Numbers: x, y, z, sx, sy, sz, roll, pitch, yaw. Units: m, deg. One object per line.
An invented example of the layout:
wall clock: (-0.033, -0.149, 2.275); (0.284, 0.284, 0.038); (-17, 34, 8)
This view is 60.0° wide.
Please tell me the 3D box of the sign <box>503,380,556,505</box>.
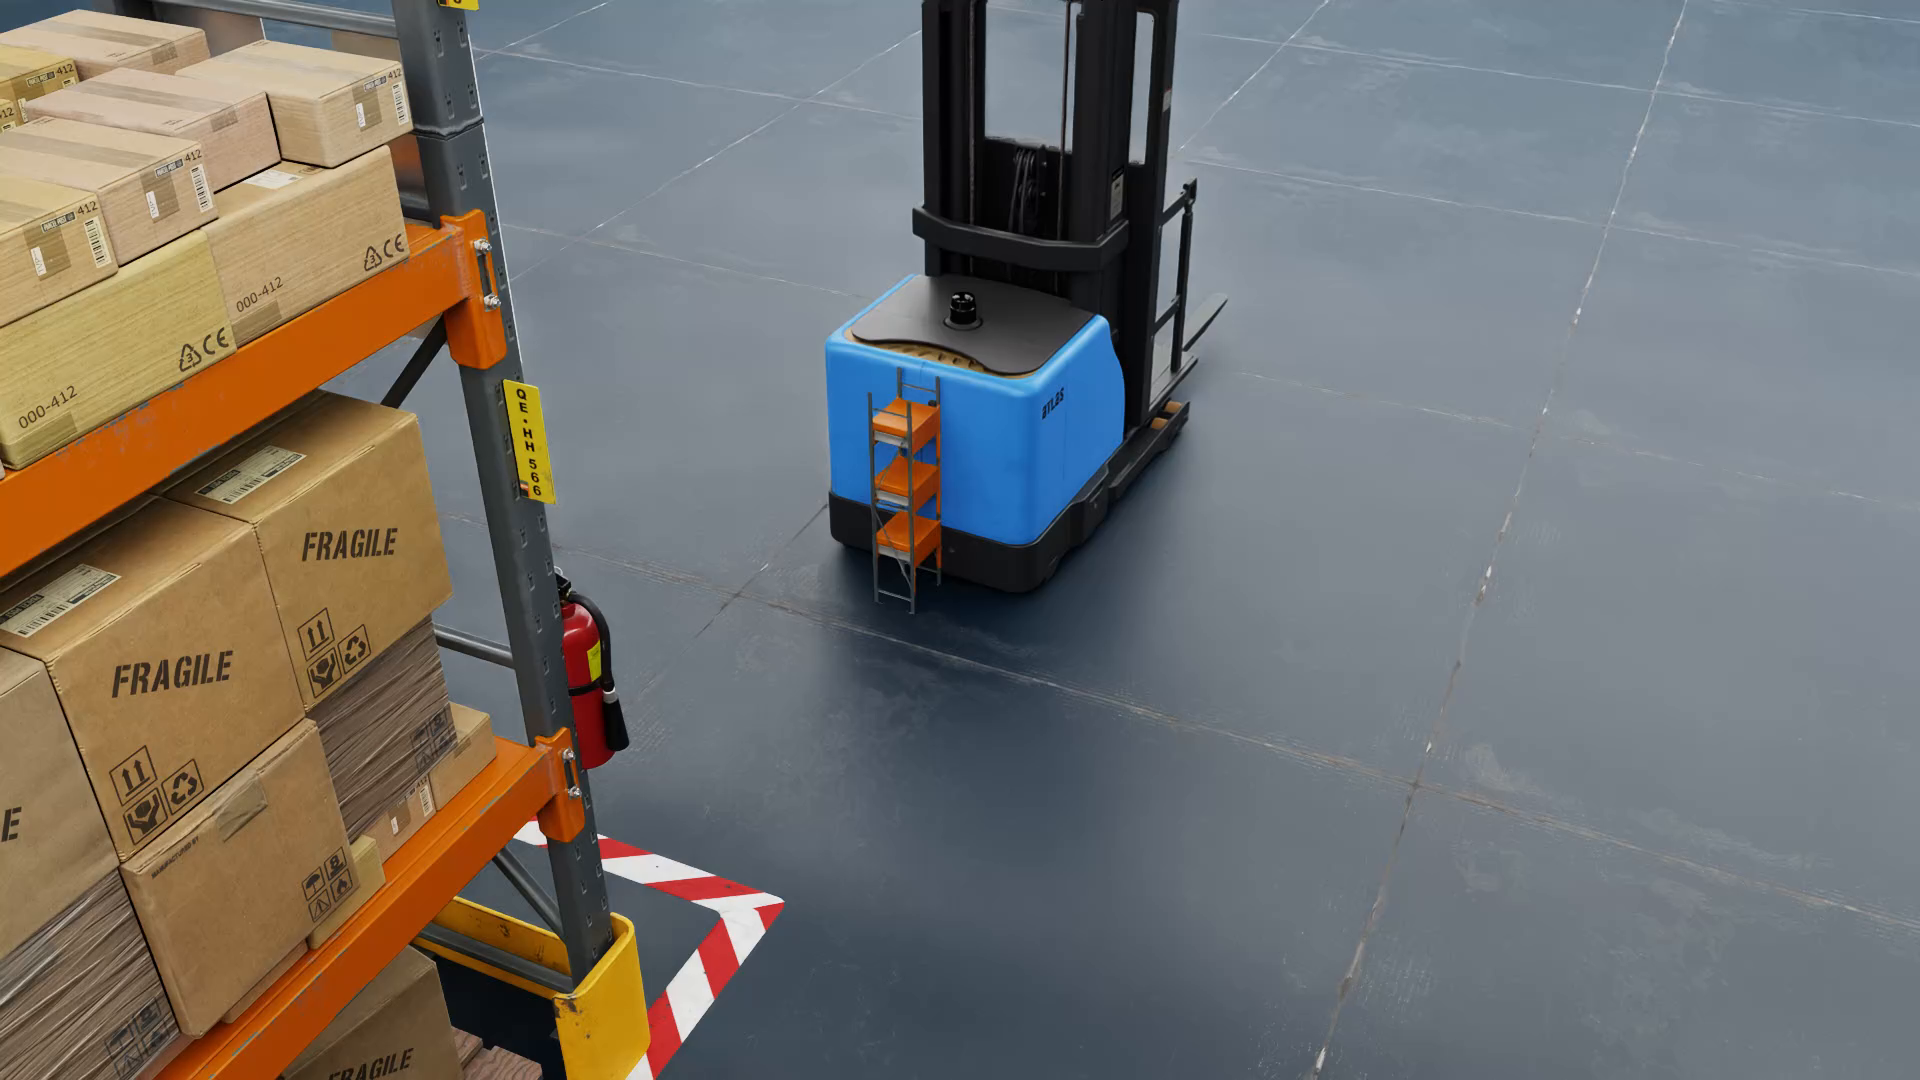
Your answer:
sign: (-1.041, -0.234, 4.027); (0.100, 0.325, 0.005); (14, 36, 20)

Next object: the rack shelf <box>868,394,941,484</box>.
rack shelf: (-0.229, -0.425, 6.943); (0.215, 0.259, 0.240); (16, 36, 23)

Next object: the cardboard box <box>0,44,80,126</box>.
cardboard box: (-2.058, -0.923, 3.459); (0.380, 0.149, 0.250); (15, 36, 22)

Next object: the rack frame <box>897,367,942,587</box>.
rack frame: (-0.173, -0.256, 7.183); (0.200, 1.050, 0.008); (16, 36, 23)

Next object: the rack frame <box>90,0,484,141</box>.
rack frame: (-1.537, -2.264, 2.996); (1.000, 3.000, 0.127); (14, 36, 20)

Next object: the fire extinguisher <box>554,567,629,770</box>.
fire extinguisher: (-1.070, 0.326, 4.588); (0.296, 0.674, 0.183); (14, 36, 20)

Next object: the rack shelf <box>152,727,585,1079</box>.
rack shelf: (-2.374, 1.542, 3.319); (1.077, 0.370, 4.000); (14, 36, 20)

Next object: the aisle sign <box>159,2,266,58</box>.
aisle sign: (-1.783, -0.942, 4.080); (0.394, 0.787, 0.004); (14, 36, 20)

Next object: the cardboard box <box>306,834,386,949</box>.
cardboard box: (-1.632, 0.800, 4.024); (0.380, 0.149, 0.250); (14, 36, 20)

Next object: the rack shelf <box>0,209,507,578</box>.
rack shelf: (-2.374, 0.287, 2.497); (1.077, 0.370, 4.000); (14, 36, 20)

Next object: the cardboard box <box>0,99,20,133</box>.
cardboard box: (-2.052, -0.768, 3.224); (0.380, 0.149, 0.250); (14, 36, 20)

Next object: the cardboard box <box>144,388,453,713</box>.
cardboard box: (-1.543, -0.009, 3.754); (0.500, 0.500, 0.500); (14, 36, 20)

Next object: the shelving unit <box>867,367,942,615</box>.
shelving unit: (-0.229, -0.197, 7.093); (0.215, 1.050, 0.252); (16, 36, 23)

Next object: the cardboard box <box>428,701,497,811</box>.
cardboard box: (-1.469, 0.539, 4.421); (0.380, 0.149, 0.250); (14, 36, 20)

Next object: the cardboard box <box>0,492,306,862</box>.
cardboard box: (-1.746, 0.241, 3.372); (0.500, 0.500, 0.500); (14, 36, 20)

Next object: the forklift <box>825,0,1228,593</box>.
forklift: (0.530, -1.784, 7.797); (1.130, 2.935, 3.031); (16, 36, 23)

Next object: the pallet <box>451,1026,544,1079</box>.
pallet: (-1.941, 1.845, 4.743); (1.003, 0.211, 1.213); (14, 36, 20)

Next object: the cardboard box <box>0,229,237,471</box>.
cardboard box: (-1.714, -0.399, 3.024); (0.500, 0.250, 0.500); (14, 36, 21)

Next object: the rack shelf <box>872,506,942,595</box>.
rack shelf: (-0.229, 0.044, 7.251); (0.215, 0.259, 0.240); (16, 36, 23)

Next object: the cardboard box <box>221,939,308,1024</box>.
cardboard box: (-1.750, 0.921, 3.839); (0.380, 0.149, 0.250); (14, 36, 20)

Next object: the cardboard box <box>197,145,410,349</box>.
cardboard box: (-1.508, -0.648, 3.405); (0.500, 0.250, 0.500); (15, 36, 22)

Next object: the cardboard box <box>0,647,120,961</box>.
cardboard box: (-1.958, 0.490, 2.993); (0.500, 0.500, 0.500); (14, 36, 20)

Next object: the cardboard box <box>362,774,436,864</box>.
cardboard box: (-1.574, 0.664, 4.232); (0.380, 0.149, 0.250); (14, 36, 20)

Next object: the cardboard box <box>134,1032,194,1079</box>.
cardboard box: (-1.892, 1.036, 3.664); (0.380, 0.149, 0.250); (14, 36, 20)

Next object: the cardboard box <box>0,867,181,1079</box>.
cardboard box: (-2.141, 0.862, 3.338); (0.875, 0.500, 0.500); (14, 36, 20)

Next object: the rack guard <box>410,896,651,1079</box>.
rack guard: (-1.569, 1.328, 5.269); (1.175, 0.500, 0.348); (14, 36, 20)

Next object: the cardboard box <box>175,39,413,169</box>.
cardboard box: (-1.370, -0.904, 3.430); (0.380, 0.149, 0.250); (14, 36, 20)

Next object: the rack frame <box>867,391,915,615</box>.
rack frame: (-0.286, -0.138, 7.002); (0.200, 1.050, 0.008); (16, 36, 23)

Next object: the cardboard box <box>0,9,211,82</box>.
cardboard box: (-1.862, -1.029, 3.622); (0.380, 0.149, 0.250); (14, 36, 20)

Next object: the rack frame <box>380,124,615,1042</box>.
rack frame: (-1.537, 0.245, 4.641); (1.000, 3.000, 0.127); (14, 36, 20)

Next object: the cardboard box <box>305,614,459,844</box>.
cardboard box: (-1.792, 0.346, 4.124); (0.875, 0.500, 0.500); (14, 36, 20)

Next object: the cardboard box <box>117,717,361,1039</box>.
cardboard box: (-1.892, 0.623, 3.702); (0.875, 0.500, 0.500); (14, 36, 20)

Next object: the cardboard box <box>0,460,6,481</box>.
cardboard box: (-1.936, -0.146, 2.638); (0.500, 0.250, 0.500); (15, 36, 22)

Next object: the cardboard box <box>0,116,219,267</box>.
cardboard box: (-1.600, -0.640, 3.027); (0.380, 0.149, 0.250); (13, 35, 18)

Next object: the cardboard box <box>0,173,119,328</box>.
cardboard box: (-1.683, -0.509, 2.828); (0.380, 0.149, 0.250); (14, 36, 21)

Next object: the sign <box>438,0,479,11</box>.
sign: (-1.041, -1.242, 3.366); (0.100, 0.325, 0.005); (14, 36, 20)

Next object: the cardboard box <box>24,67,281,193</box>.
cardboard box: (-1.585, -0.801, 3.274); (0.380, 0.149, 0.250); (13, 35, 19)

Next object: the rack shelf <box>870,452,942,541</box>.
rack shelf: (-0.229, -0.188, 7.099); (0.215, 0.259, 0.240); (16, 36, 23)

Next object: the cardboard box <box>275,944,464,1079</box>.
cardboard box: (-1.813, 1.422, 4.743); (0.500, 0.500, 0.500); (21, 39, 29)

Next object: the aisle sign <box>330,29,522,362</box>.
aisle sign: (-1.238, -0.804, 3.870); (0.394, 0.787, 0.004); (14, 36, 20)
